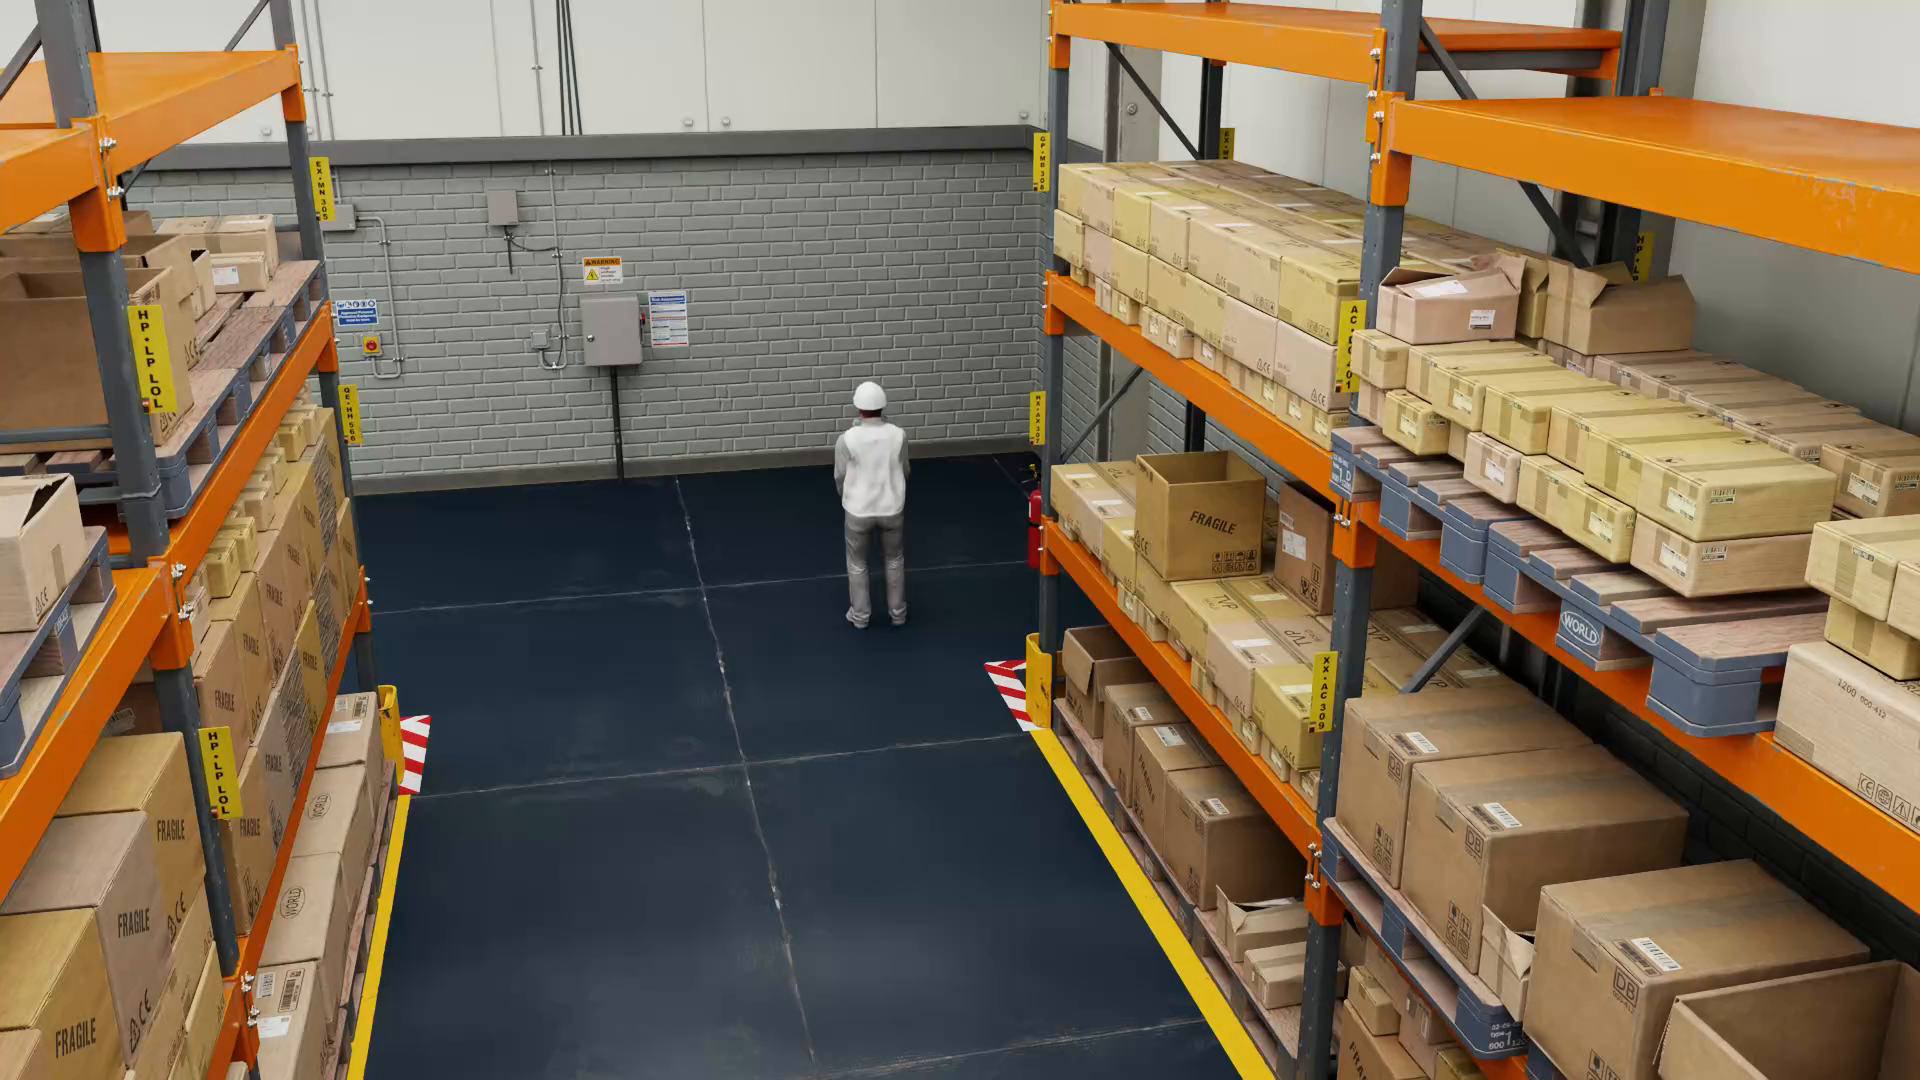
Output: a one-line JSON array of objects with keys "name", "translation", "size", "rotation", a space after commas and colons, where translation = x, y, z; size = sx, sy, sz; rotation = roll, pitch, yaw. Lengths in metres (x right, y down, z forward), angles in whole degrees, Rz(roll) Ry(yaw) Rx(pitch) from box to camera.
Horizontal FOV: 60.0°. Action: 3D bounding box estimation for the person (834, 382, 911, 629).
[{"name": "person", "translation": [-0.618, -0.249, 11.721], "size": [0.546, 1.779, 0.470], "rotation": [-5, 20, -13]}]
